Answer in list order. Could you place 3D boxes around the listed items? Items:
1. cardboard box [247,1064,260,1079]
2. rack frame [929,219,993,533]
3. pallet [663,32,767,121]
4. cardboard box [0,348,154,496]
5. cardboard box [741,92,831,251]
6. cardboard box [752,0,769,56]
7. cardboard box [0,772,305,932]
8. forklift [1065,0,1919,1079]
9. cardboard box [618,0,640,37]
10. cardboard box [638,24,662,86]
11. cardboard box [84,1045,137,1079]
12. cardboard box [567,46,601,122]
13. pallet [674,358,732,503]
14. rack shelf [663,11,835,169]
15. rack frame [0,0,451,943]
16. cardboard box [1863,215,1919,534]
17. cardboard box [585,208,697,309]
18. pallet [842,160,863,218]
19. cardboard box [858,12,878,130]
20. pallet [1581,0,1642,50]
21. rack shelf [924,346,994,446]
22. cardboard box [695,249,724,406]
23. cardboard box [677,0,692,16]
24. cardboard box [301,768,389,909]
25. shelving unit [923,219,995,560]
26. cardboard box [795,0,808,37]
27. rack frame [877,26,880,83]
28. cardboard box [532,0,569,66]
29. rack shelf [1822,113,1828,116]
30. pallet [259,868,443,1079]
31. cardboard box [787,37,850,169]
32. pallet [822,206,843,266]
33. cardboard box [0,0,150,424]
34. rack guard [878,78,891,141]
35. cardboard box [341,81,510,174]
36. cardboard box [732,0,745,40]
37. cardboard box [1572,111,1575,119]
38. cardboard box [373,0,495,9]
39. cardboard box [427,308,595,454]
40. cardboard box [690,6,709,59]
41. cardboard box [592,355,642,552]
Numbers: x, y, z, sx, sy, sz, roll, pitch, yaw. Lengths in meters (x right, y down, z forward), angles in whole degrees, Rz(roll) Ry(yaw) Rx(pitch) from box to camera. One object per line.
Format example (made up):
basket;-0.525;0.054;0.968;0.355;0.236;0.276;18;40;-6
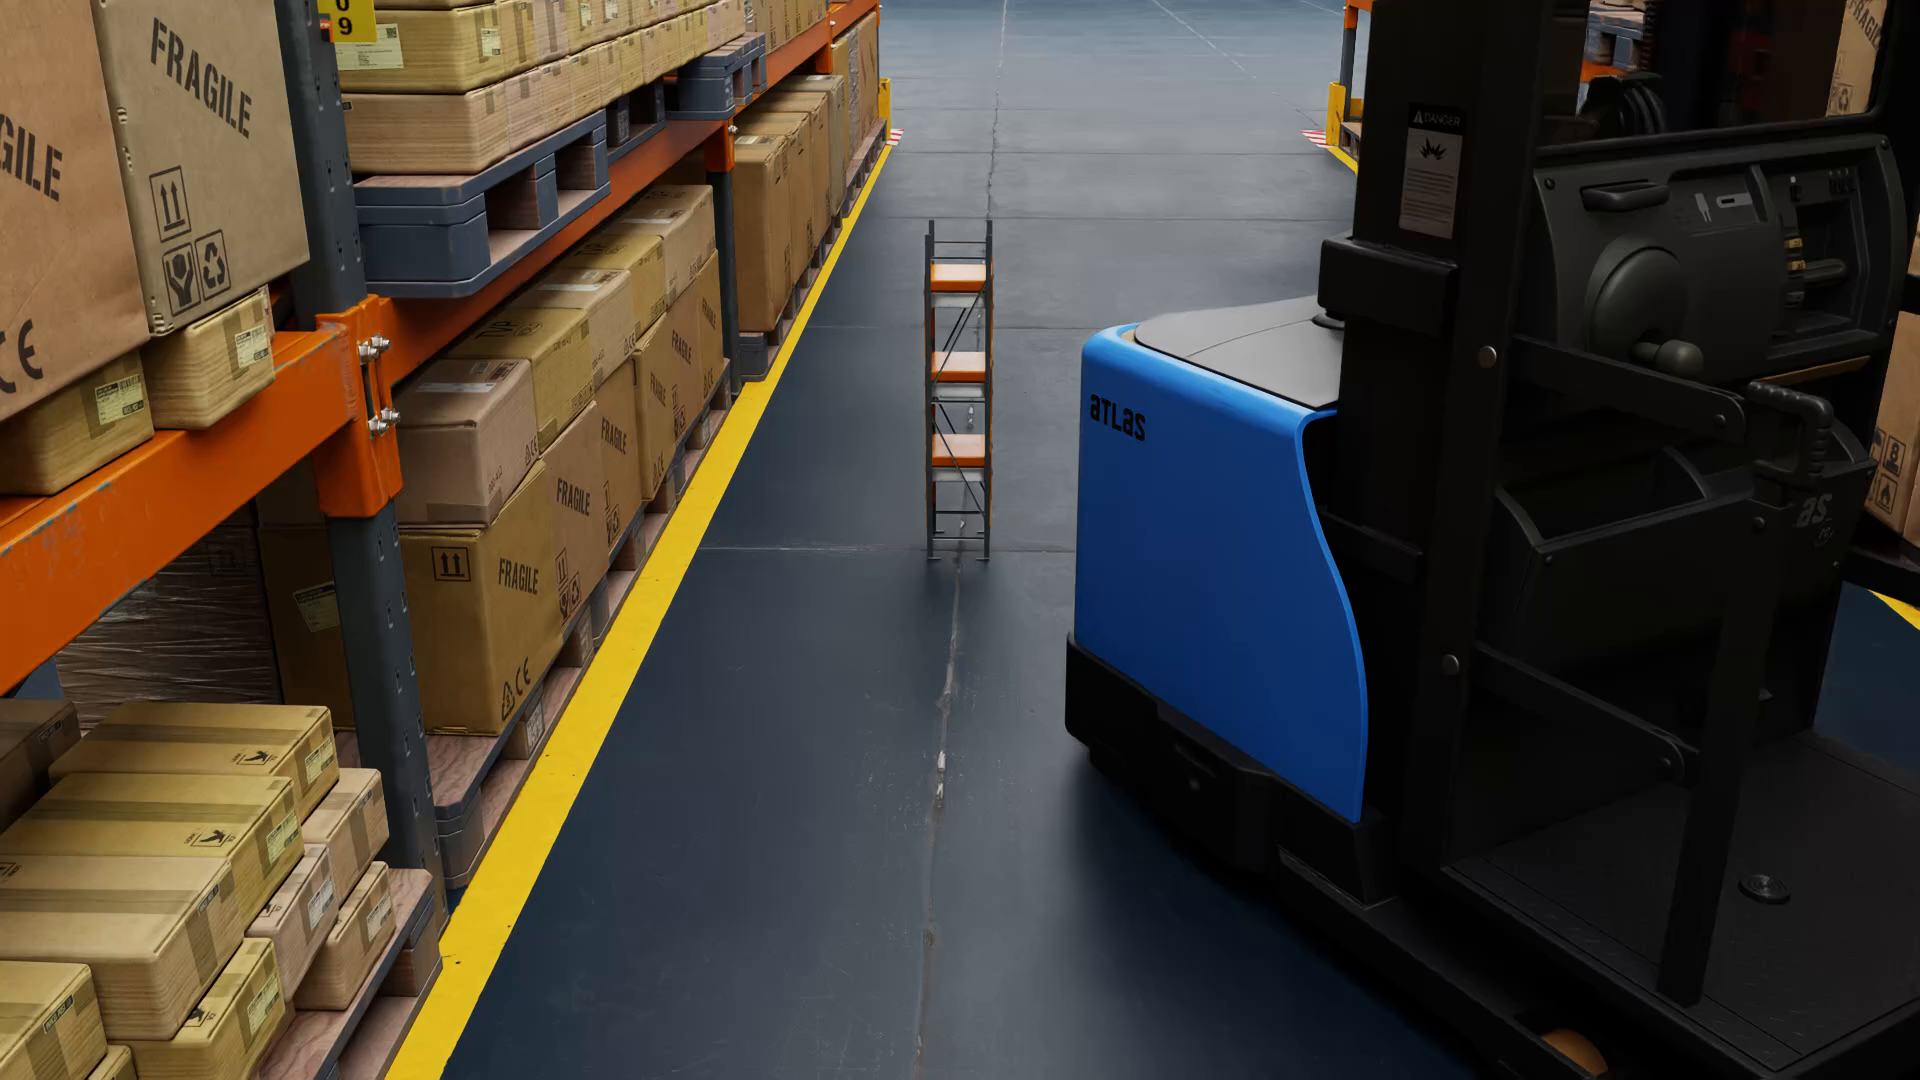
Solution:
cardboard box;-1.273;0.884;2.465;0.380;0.149;0.250;0;21;0
rack frame;0.002;-0.514;5.403;0.200;1.050;0.008;1;21;2
pallet;-1.360;-1.682;5.983;1.213;0.211;1.003;1;21;2
cardboard box;-1.308;-0.171;2.170;0.380;0.149;0.250;1;21;4
cardboard box;-1.285;-2.049;9.194;1.050;0.750;0.750;1;21;2
cardboard box;-1.148;-2.420;7.482;0.500;0.500;0.500;0;21;1
cardboard box;-1.285;0.496;2.642;0.380;0.149;0.250;1;21;2
forklift;1.437;-0.474;2.698;1.130;2.935;3.031;-12;24;-28
cardboard box;-1.060;-1.413;4.380;0.380;0.149;0.250;0;21;1
cardboard box;-1.049;-1.363;4.663;0.380;0.149;0.250;0;21;-1
cardboard box;-1.350;0.812;2.238;0.380;0.149;0.250;1;21;2
cardboard box;-1.072;-1.082;3.937;0.380;0.149;0.250;1;21;2
pallet;-1.470;-0.448;6.391;1.003;0.211;1.213;1;21;2
rack shelf;-1.384;-2.418;8.609;1.077;0.370;4.000;1;21;2
rack frame;-1.566;-0.584;2.888;1.000;3.000;0.127;1;21;2
cardboard box;3.433;-0.573;5.216;1.225;0.875;0.875;1;21;2
cardboard box;-1.208;-0.978;5.740;0.500;0.250;0.500;1;21;2
pallet;-1.222;-2.451;11.553;1.003;0.211;1.213;1;21;2
cardboard box;-1.156;-3.882;13.745;0.875;0.875;0.875;1;21;2
pallet;3.529;-2.566;8.261;1.003;0.211;1.213;1;21;2
rack shelf;-0.002;-0.460;5.293;0.215;0.259;0.240;1;21;2
cardboard box;-1.203;-0.820;6.371;0.500;0.500;0.500;1;21;1
cardboard box;-1.034;-1.692;5.099;0.380;0.149;0.250;0;21;1
cardboard box;-1.258;0.528;2.971;0.380;0.149;0.250;1;21;3
shelving unit;-0.002;-0.470;5.289;0.215;1.050;0.252;1;21;2
cardboard box;-1.102;-2.966;8.889;0.500;0.500;0.500;1;21;2
rack frame;-1.201;-4.923;14.070;1.000;3.000;0.127;1;21;2
cardboard box;-1.081;-1.126;3.640;0.380;0.149;0.250;1;21;3
rack shelf;3.449;-0.881;4.647;1.077;0.370;4.000;1;21;2
pallet;-1.551;0.959;2.765;1.003;0.211;1.213;1;21;2
cardboard box;-1.234;-2.909;11.235;0.875;0.875;0.875;1;21;2
pallet;-1.271;-1.897;10.126;1.003;0.211;1.213;1;21;2
cardboard box;-1.316;-0.404;1.873;0.500;0.500;0.500;0;21;0
rack guard;-1.201;-3.766;14.545;1.175;0.500;0.348;1;21;2
cardboard box;-1.095;-0.800;3.211;0.380;0.149;0.250;0;21;-1
cardboard box;-1.000;-1.926;6.112;0.380;0.149;0.250;1;21;3
cardboard box;3.684;-2.560;10.856;0.500;0.500;0.500;0;21;0
cardboard box;-1.095;-1.078;3.104;0.380;0.149;0.250;2;21;4
cardboard box;-1.266;-0.421;4.306;0.500;0.250;0.500;1;21;3
cardboard box;-1.028;-1.653;5.409;0.380;0.149;0.250;0;21;1
cardboard box;-1.262;-0.260;4.927;0.500;0.500;0.500;1;21;3
